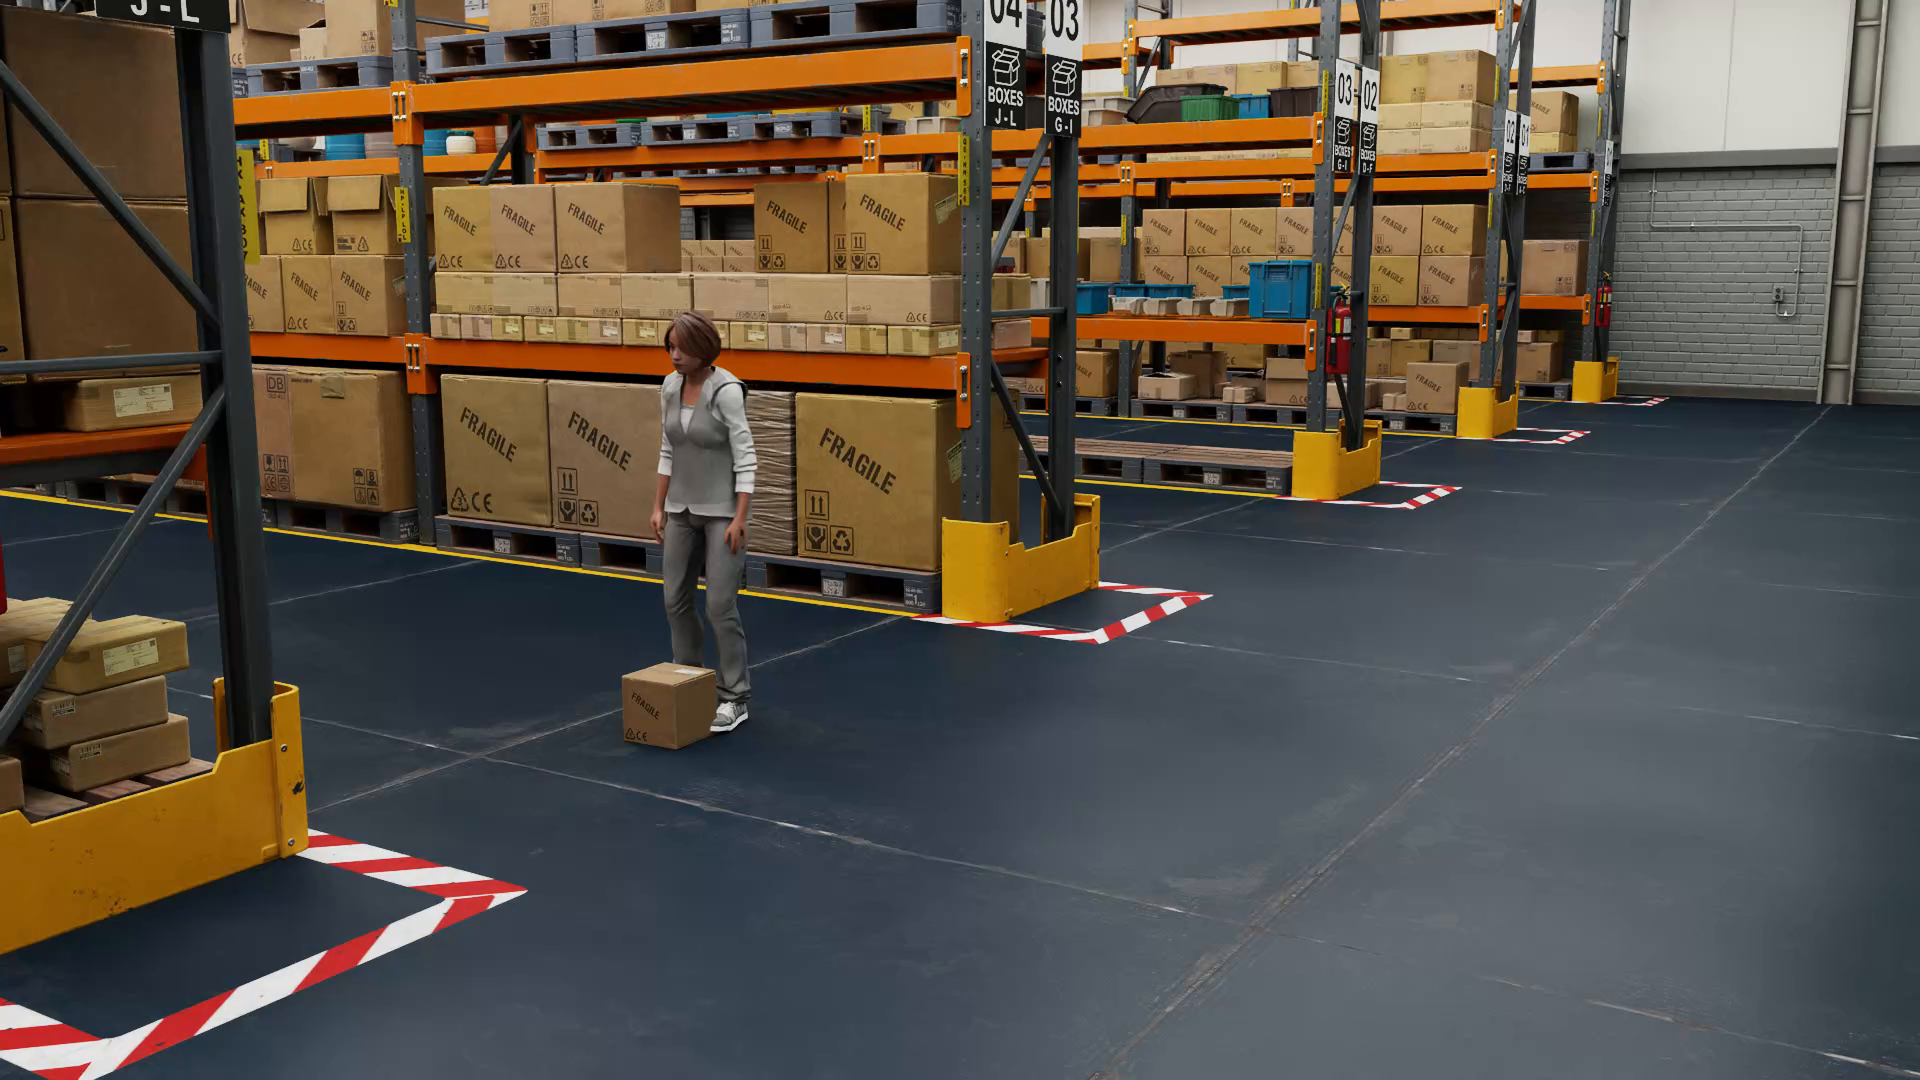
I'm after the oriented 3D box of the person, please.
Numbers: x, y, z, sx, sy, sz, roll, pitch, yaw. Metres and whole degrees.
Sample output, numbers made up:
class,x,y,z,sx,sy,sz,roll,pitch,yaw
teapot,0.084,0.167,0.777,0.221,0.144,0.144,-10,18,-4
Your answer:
class,x,y,z,sx,sy,sz,roll,pitch,yaw
person,-0.976,-0.075,6.363,0.461,1.592,0.343,6,11,31
